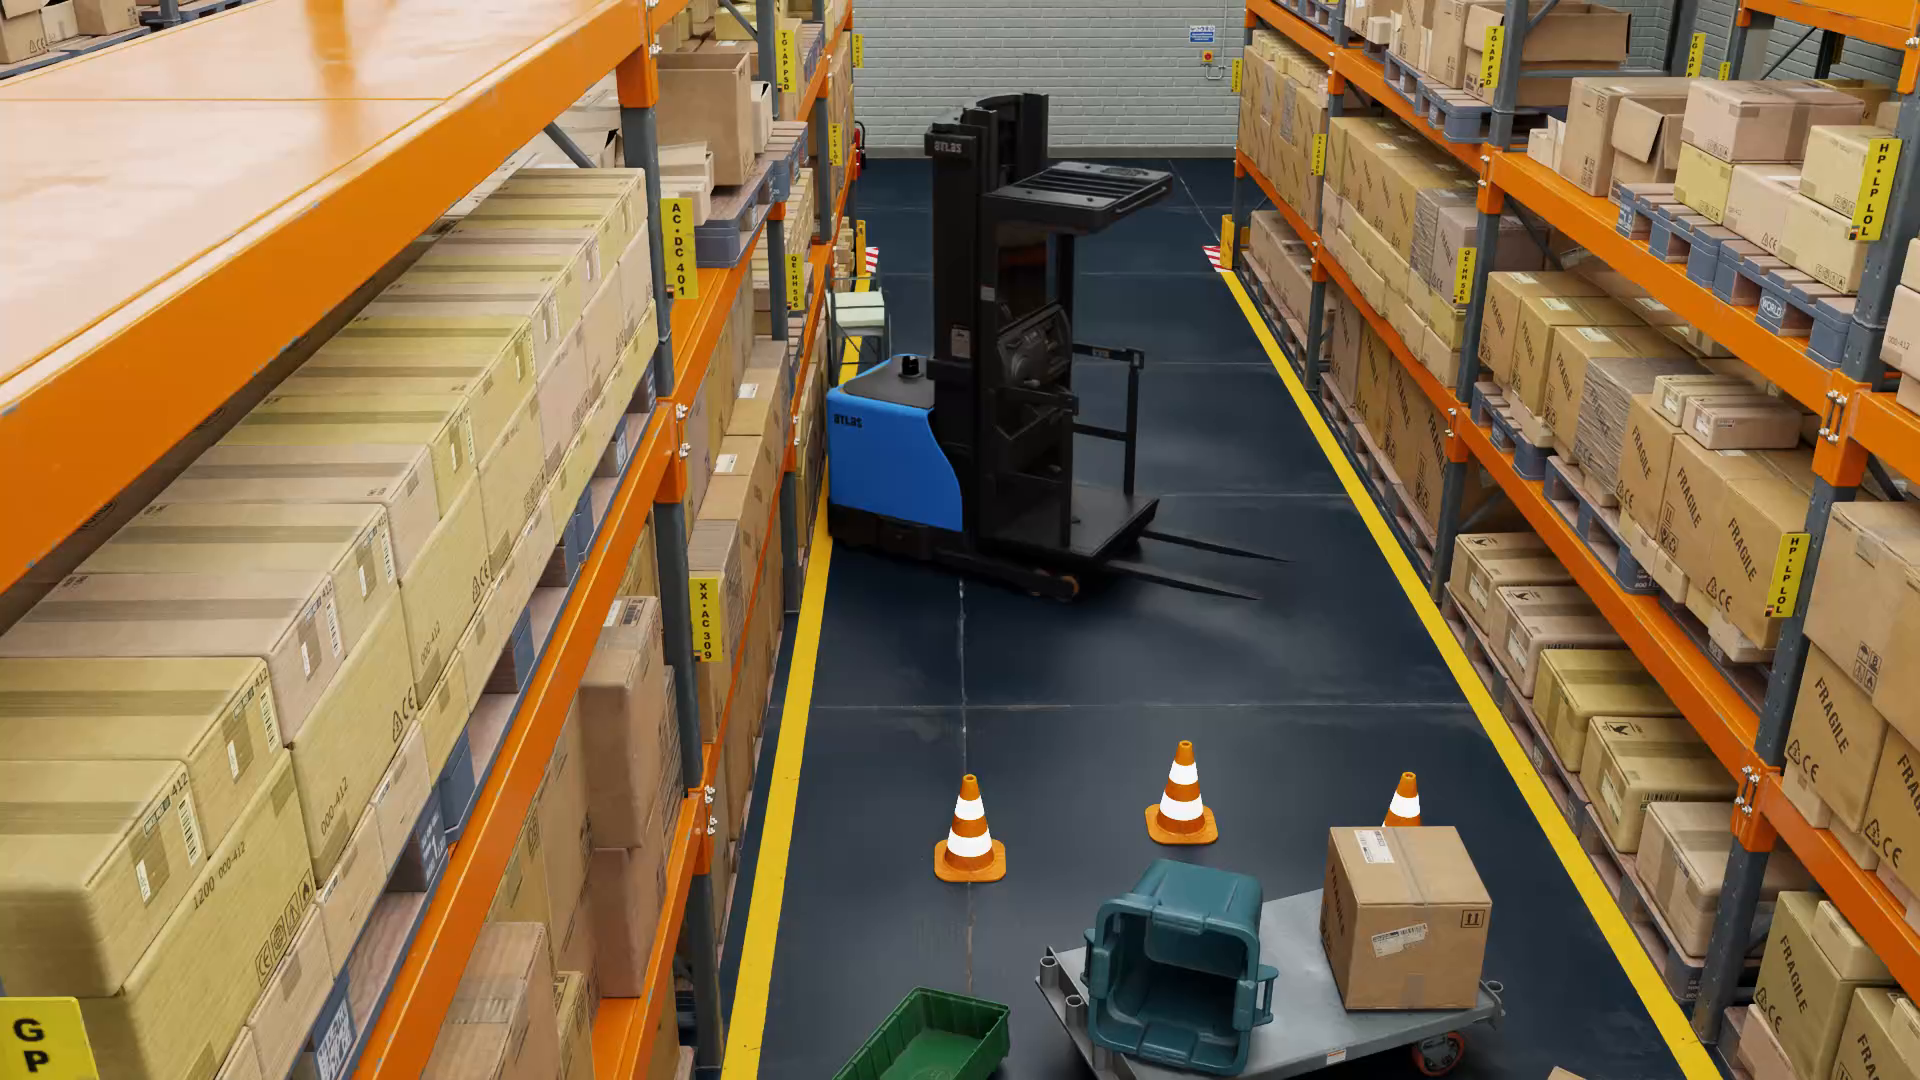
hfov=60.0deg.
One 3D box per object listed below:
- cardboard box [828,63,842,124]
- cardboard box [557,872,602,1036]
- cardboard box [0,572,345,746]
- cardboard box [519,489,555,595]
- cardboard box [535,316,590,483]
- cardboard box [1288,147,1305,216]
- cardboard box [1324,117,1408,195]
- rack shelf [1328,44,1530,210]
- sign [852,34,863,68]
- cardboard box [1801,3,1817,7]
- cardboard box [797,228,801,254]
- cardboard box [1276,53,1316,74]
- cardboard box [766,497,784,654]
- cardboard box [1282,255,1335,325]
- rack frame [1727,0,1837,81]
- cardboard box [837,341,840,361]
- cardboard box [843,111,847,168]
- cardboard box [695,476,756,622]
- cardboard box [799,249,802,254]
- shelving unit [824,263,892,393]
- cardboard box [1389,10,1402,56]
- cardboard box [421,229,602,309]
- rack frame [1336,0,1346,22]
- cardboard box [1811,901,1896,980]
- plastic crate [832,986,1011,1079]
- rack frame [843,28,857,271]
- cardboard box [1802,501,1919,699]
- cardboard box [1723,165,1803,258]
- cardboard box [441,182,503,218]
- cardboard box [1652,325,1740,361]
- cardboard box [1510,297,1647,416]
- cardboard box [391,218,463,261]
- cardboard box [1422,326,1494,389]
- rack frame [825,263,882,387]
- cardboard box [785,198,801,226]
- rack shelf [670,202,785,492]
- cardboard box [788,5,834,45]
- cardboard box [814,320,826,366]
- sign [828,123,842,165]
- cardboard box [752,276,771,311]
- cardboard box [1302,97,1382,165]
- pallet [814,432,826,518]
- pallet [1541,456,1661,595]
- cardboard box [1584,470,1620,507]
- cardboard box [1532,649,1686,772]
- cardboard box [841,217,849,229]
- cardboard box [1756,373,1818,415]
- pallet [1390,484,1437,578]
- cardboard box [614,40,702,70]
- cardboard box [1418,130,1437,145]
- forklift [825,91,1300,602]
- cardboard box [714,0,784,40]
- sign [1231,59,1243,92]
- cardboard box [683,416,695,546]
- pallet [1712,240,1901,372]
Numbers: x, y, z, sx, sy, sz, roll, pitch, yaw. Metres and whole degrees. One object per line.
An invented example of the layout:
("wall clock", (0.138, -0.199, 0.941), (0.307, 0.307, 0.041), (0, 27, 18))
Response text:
("cardboard box", (-1.292, -3.826, 14.374), (0.500, 0.500, 0.500), (0, 24, 0))
("cardboard box", (-1.515, 1.249, 4.667), (0.875, 0.550, 0.550), (0, 24, -1))
("cardboard box", (-1.094, 0.164, 2.314), (0.380, 0.149, 0.250), (-1, 24, -1))
("cardboard box", (-1.107, 0.004, 3.635), (0.380, 0.149, 0.250), (0, 24, -1))
("cardboard box", (-1.177, -0.339, 3.910), (0.500, 0.250, 0.500), (0, 24, -1))
("cardboard box", (3.142, -3.092, 14.326), (0.500, 0.500, 0.500), (-1, 24, -2))
("cardboard box", (3.131, -2.963, 12.828), (0.500, 0.500, 0.500), (0, 24, 0))
("rack shelf", (3.435, -2.860, 11.166), (1.077, 0.370, 4.000), (0, 24, -1))
("sign", (-1.024, -4.895, 16.645), (0.100, 0.325, 0.005), (0, 24, -1))
("cardboard box", (8.029, -5.012, 15.357), (0.380, 0.149, 0.250), (0, 24, -1))
("cardboard box", (-1.315, -2.087, 11.659), (0.380, 0.149, 0.250), (0, 24, 0))
("cardboard box", (3.072, -4.303, 15.002), (0.380, 0.149, 0.250), (-1, 24, -2))
("cardboard box", (-1.575, 0.152, 9.494), (1.050, 0.750, 0.750), (-1, 24, -1))
("cardboard box", (3.504, -2.297, 15.288), (0.875, 0.438, 0.875), (-1, 24, -2))
("rack frame", (8.333, -4.317, 17.155), (1.000, 3.000, 0.127), (0, 24, -1))
("cardboard box", (-1.218, -1.625, 14.152), (0.380, 0.149, 0.250), (-1, 24, -3))
("cardboard box", (-1.306, -3.600, 15.087), (0.500, 0.500, 0.500), (1, 24, 2))
("cardboard box", (-1.194, 0.038, 7.405), (0.500, 0.500, 0.500), (0, 24, -1))
("cardboard box", (-1.315, -1.958, 11.735), (0.380, 0.149, 0.250), (1, 24, 2))
("shelving unit", (-0.731, -1.156, 11.986), (0.431, 1.500, 0.755), (-3, 25, -7))
("cardboard box", (3.083, -3.387, 11.113), (0.396, 0.266, 0.258), (2, 24, 4))
("cardboard box", (-1.118, -0.677, 4.173), (0.380, 0.149, 0.250), (0, 24, 0))
("rack frame", (3.414, -5.378, 12.222), (1.000, 3.000, 0.127), (0, 24, -1))
("cardboard box", (3.179, 1.372, 5.706), (0.380, 0.149, 0.250), (0, 24, 0))
("plastic crate", (-0.136, 2.036, 6.450), (0.450, 0.188, 0.662), (3, 22, 31))
("rack frame", (-1.579, -4.229, 16.961), (1.000, 3.000, 0.127), (0, 24, -1))
("cardboard box", (3.289, 0.197, 5.478), (0.700, 0.500, 0.500), (-1, 24, -1))
("cardboard box", (3.349, -1.287, 6.487), (0.500, 0.250, 0.500), (0, 24, 0))
("cardboard box", (-1.616, -1.110, 5.976), (0.500, 0.250, 0.500), (0, 24, 0))
("cardboard box", (3.763, -0.762, 8.303), (0.500, 0.500, 0.500), (-2, 24, -4))
("cardboard box", (3.243, -0.968, 8.758), (0.500, 0.500, 0.500), (1, 24, 2))
("cardboard box", (-1.722, -0.753, 4.824), (0.500, 0.250, 0.500), (0, 24, 0))
("cardboard box", (3.192, -1.135, 10.303), (0.500, 0.250, 0.500), (-1, 24, -2))
("rack frame", (-0.777, -1.306, 12.317), (0.400, 1.500, 0.023), (-3, 25, -7))
("cardboard box", (-1.329, -2.338, 11.852), (0.380, 0.149, 0.250), (-1, 24, -2))
("rack shelf", (-1.470, -1.148, 7.380), (1.077, 0.370, 4.000), (0, 24, -1))
("cardboard box", (-1.276, -4.071, 13.154), (0.500, 0.250, 0.500), (1, 24, 2))
("cardboard box", (-1.282, -1.457, 12.446), (0.500, 0.250, 0.500), (1, 24, 2))
("sign", (-0.980, -3.112, 13.087), (0.100, 0.325, 0.005), (0, 24, -1))
("cardboard box", (-1.303, -1.474, 9.942), (0.380, 0.149, 0.250), (0, 24, 0))
("cardboard box", (3.132, -3.339, 13.658), (0.500, 0.500, 0.500), (0, 24, -1))
("pallet", (-1.509, -0.486, 12.068), (1.003, 0.211, 1.213), (0, 24, -1))
("pallet", (3.520, -0.094, 8.050), (1.003, 0.211, 1.213), (0, 24, -1))
("cardboard box", (3.244, -0.273, 8.008), (0.380, 0.149, 0.250), (1, 24, 1))
("cardboard box", (3.472, 0.859, 8.390), (0.950, 0.372, 0.625), (1, 24, 1))
("cardboard box", (-1.320, -3.176, 16.860), (0.380, 0.149, 0.250), (0, 24, 0))
("cardboard box", (3.734, -0.659, 7.288), (0.380, 0.149, 0.250), (1, 24, 2))
("pallet", (3.524, -0.051, 11.107), (1.003, 0.211, 1.213), (0, 24, -1))
("cardboard box", (-1.752, -2.579, 9.551), (0.500, 0.500, 0.500), (0, 24, -1))
("cardboard box", (3.682, -2.750, 12.355), (0.500, 0.500, 0.500), (0, 24, 0))
("forklift", (0.651, -1.197, 10.339), (3.031, 2.935, 1.130), (13, 27, 26))
("cardboard box", (-1.226, -3.074, 9.717), (0.396, 0.266, 0.258), (0, 24, -1))
("sign", (2.815, -4.724, 16.907), (0.100, 0.325, 0.005), (0, 24, -1))
("cardboard box", (-1.467, -0.202, 6.722), (0.700, 0.500, 0.500), (-1, 24, -1))
("pallet", (3.601, -0.884, 6.153), (1.213, 0.211, 1.003), (0, 24, -1))
